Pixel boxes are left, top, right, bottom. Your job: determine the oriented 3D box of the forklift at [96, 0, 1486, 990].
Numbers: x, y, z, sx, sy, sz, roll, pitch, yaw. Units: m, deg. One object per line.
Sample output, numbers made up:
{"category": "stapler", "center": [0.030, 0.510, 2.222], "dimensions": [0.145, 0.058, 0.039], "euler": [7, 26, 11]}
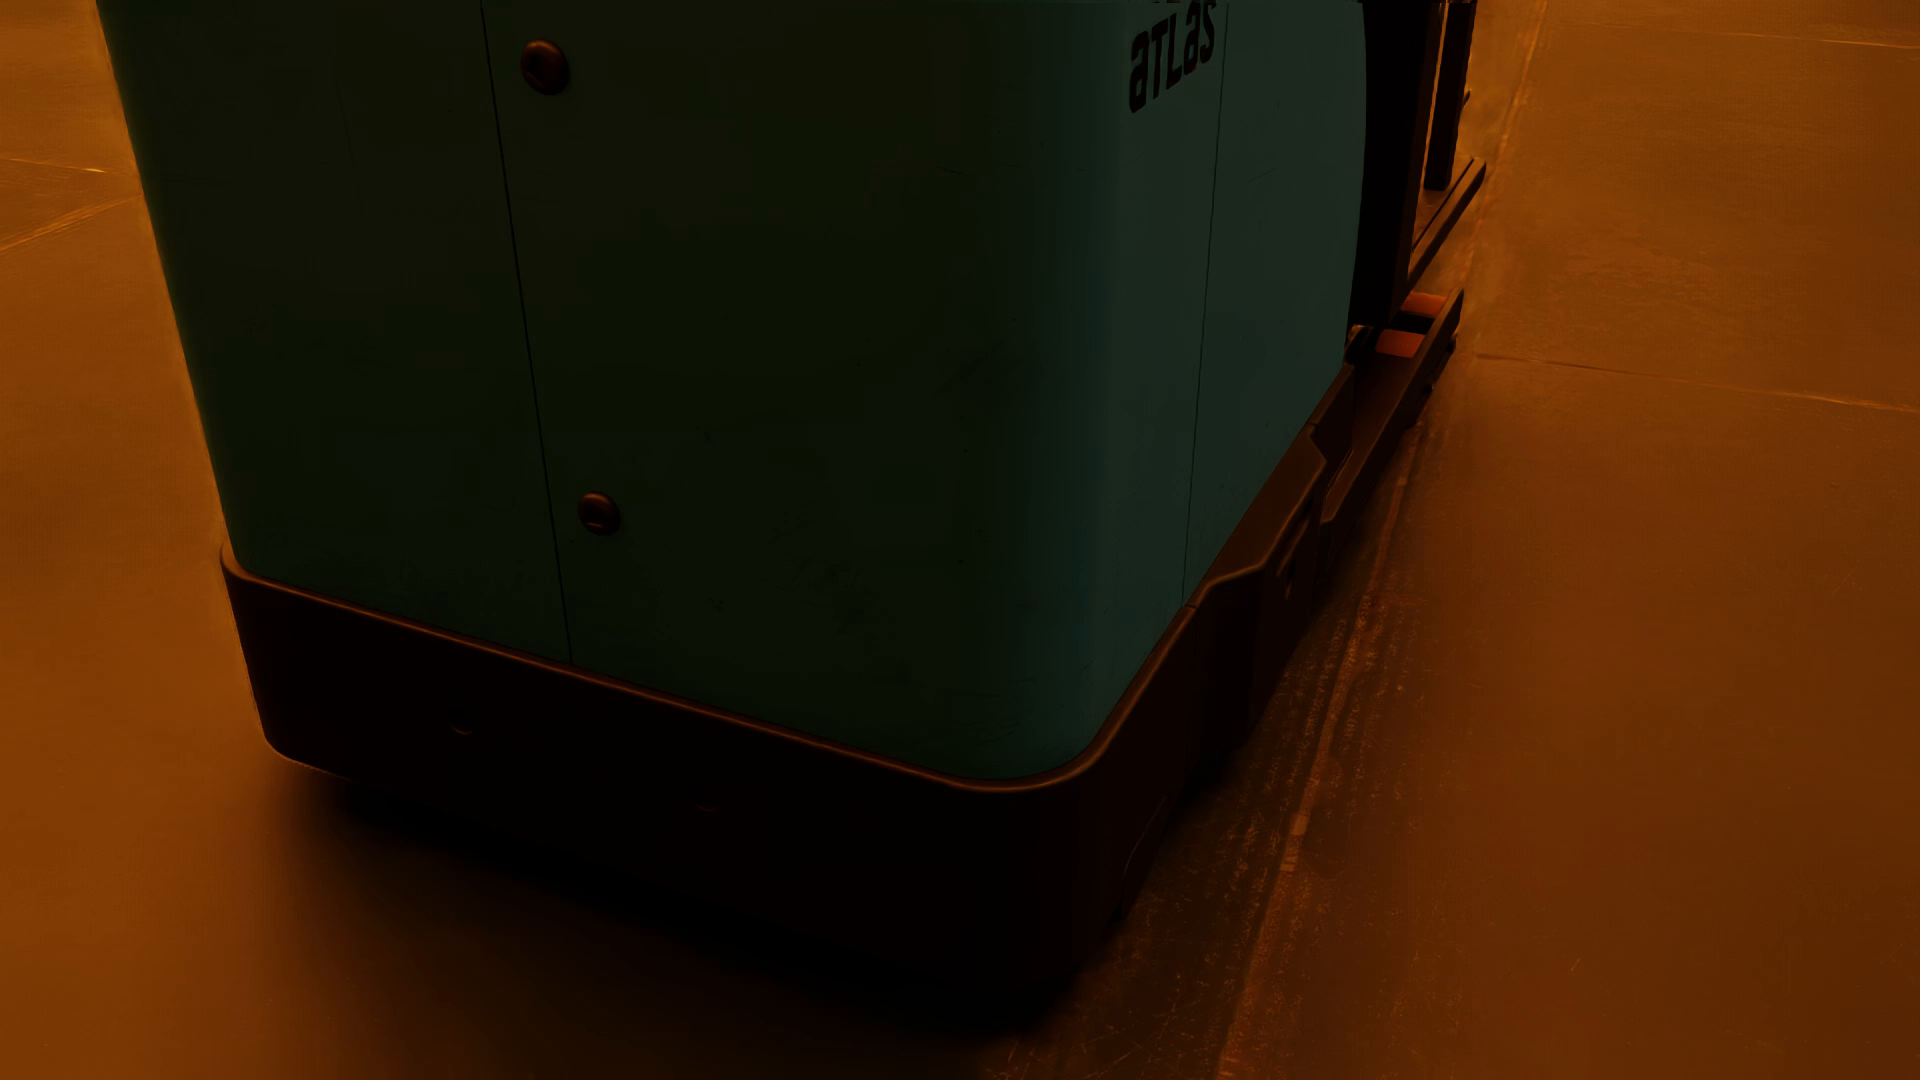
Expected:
{"category": "forklift", "center": [0.253, -1.549, 2.261], "dimensions": [1.130, 2.935, 3.031], "euler": [13, 32, 22]}
